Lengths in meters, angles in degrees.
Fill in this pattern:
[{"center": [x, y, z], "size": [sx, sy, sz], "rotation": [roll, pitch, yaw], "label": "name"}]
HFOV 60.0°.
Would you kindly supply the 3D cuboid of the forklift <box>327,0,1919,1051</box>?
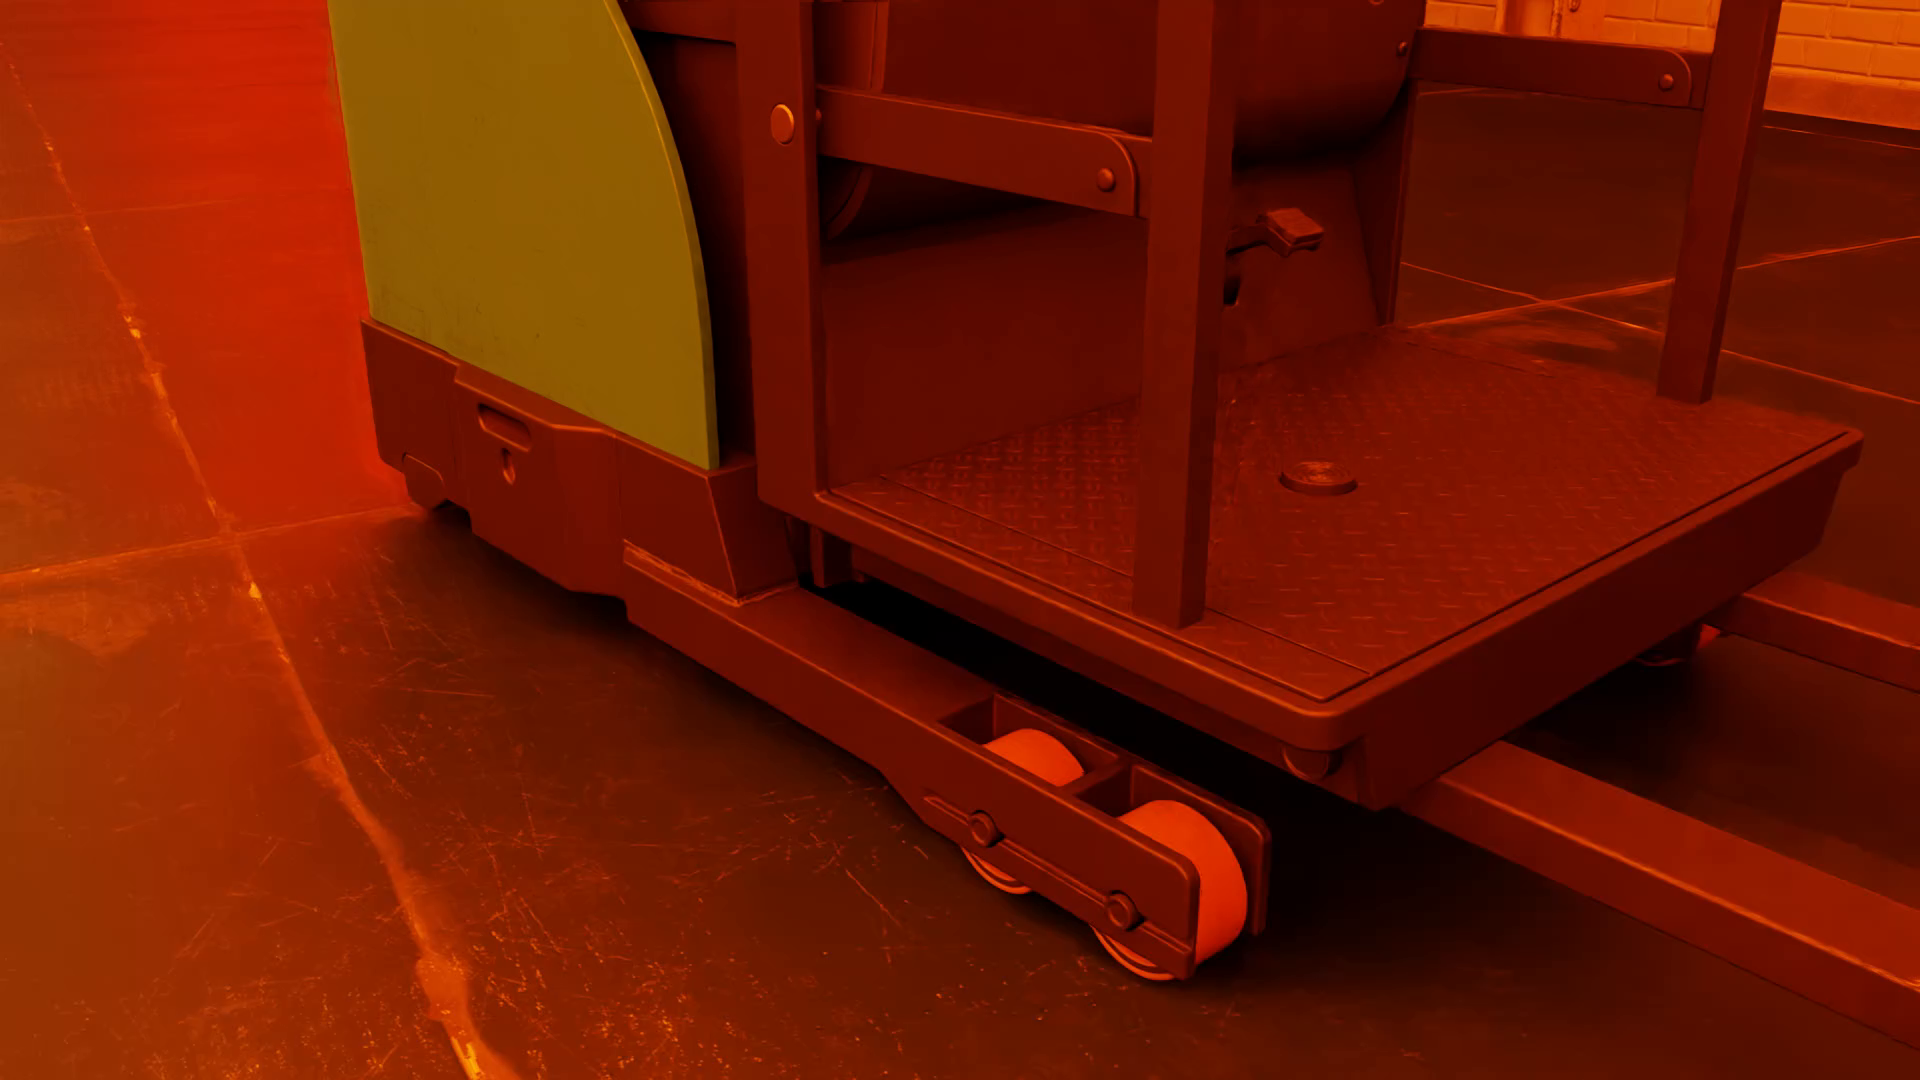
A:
[{"center": [0.379, -1.152, 1.581], "size": [1.130, 2.935, 3.031], "rotation": [-19, 29, -38], "label": "forklift"}]
